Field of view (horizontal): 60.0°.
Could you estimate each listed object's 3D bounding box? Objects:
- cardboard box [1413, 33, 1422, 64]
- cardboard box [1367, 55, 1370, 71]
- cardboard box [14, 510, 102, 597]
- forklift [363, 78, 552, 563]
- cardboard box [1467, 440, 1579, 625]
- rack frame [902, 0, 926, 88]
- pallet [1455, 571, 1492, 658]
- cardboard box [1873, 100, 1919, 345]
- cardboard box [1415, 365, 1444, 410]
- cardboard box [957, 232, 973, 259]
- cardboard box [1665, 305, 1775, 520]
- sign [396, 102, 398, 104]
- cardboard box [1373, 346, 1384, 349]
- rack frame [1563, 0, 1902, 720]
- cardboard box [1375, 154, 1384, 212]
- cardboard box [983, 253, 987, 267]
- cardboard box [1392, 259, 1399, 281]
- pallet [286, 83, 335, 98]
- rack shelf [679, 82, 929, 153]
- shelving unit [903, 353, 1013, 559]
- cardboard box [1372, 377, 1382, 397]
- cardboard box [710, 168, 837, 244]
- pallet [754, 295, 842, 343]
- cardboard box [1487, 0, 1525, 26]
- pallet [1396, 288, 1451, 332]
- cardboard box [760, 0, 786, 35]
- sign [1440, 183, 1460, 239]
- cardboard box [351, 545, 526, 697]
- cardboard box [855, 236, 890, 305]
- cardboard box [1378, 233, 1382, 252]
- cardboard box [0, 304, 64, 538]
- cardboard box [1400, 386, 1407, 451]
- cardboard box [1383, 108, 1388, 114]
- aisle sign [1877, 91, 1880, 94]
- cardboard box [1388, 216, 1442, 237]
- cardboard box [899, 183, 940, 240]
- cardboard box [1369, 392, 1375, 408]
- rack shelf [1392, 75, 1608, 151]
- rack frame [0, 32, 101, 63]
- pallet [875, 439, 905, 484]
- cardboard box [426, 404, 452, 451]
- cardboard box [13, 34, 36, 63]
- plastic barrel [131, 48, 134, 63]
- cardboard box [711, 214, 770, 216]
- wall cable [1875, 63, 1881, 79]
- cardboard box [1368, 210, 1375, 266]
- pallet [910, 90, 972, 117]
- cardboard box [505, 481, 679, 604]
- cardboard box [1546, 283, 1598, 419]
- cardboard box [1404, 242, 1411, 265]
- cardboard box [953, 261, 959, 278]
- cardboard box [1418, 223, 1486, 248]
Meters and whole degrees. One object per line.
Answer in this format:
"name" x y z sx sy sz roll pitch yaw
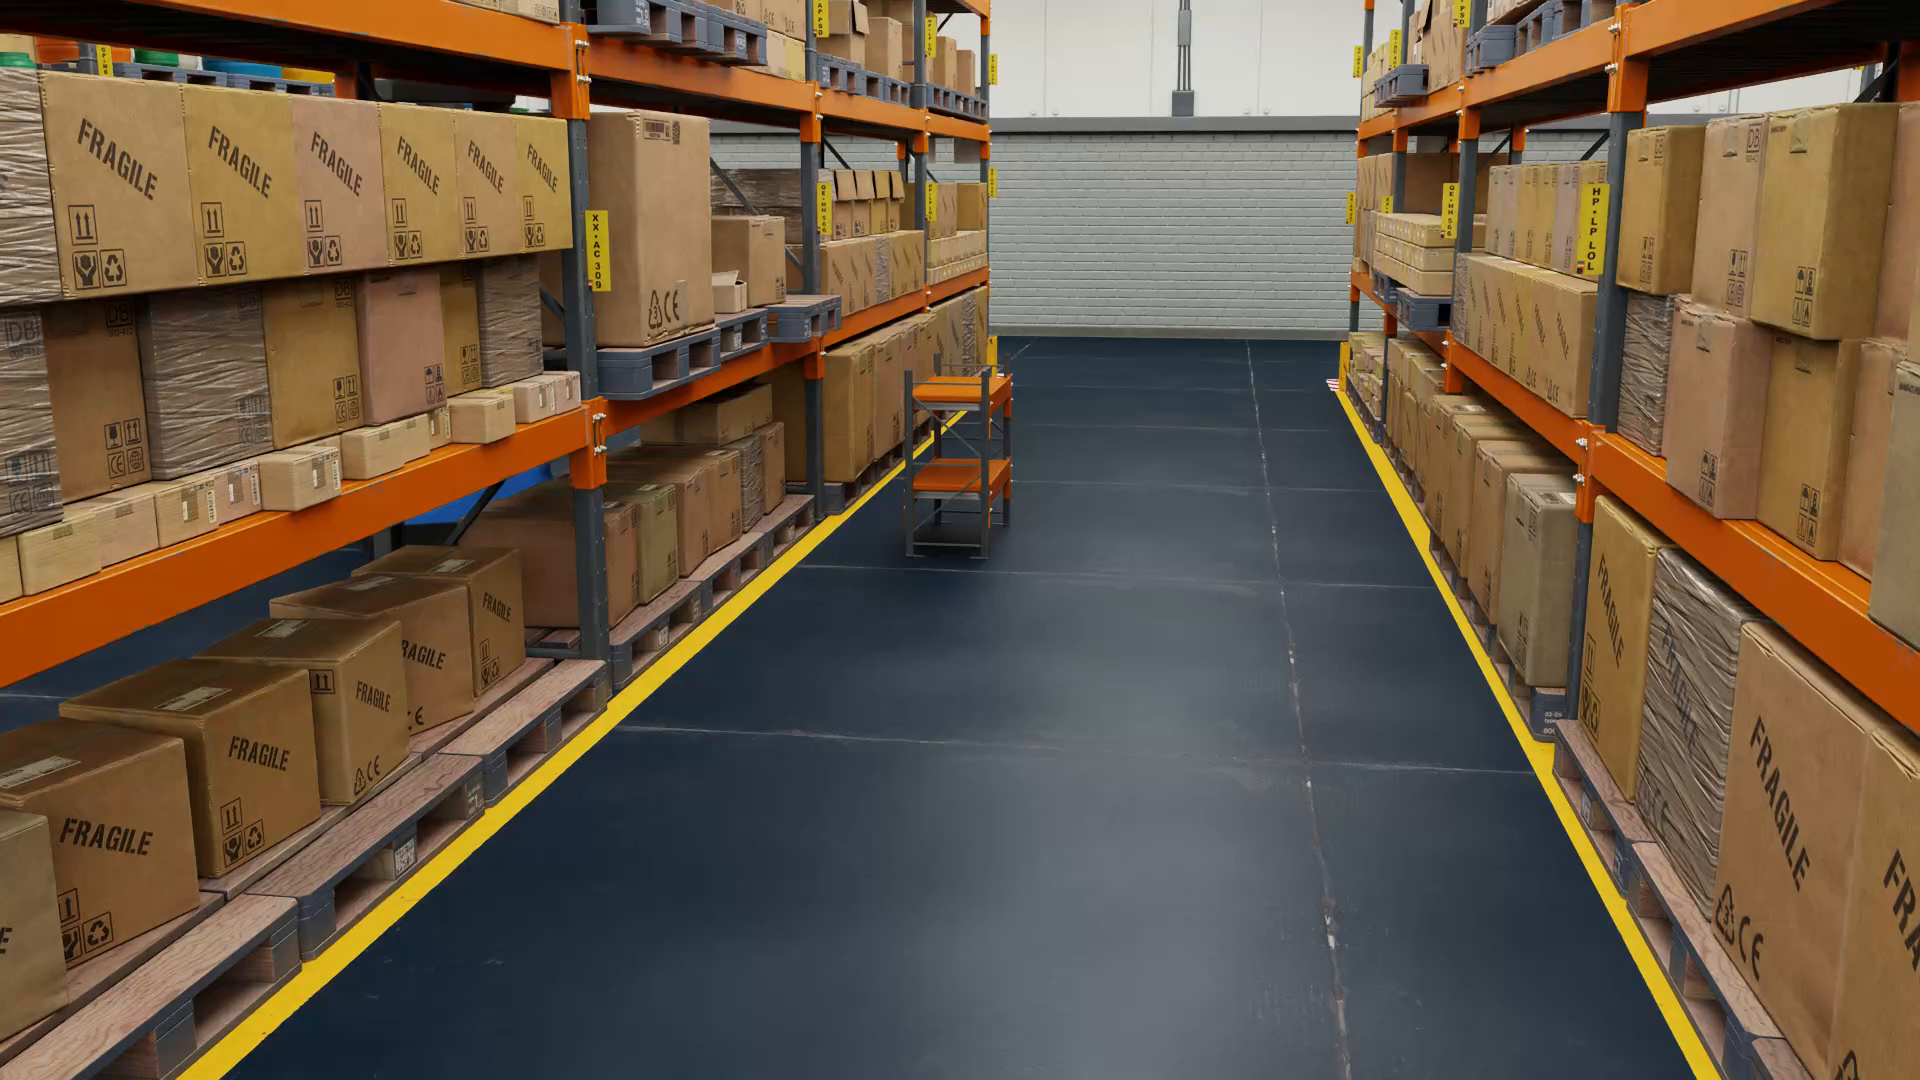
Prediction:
"cardboard box" 3.749 -3.712 12.694 0.500 0.311 0.500 2 12 8
"cardboard box" 4.261 -4.759 16.559 0.380 0.149 0.250 2 12 9
"cardboard box" -2.249 0.024 3.859 0.380 0.149 0.250 2 12 9
"forklift" -3.294 -1.535 10.658 1.130 2.935 3.031 -4 13 -17
"cardboard box" 3.020 -0.034 7.873 1.050 0.750 0.750 2 12 9
"rack frame" -0.794 -5.375 14.075 1.000 3.000 0.127 2 12 9
"pallet" 3.091 0.350 8.368 1.003 0.211 1.213 2 12 9
"cardboard box" 2.555 -0.670 3.561 0.875 0.550 0.550 2 12 9
"cardboard box" 3.389 -1.034 11.329 0.500 0.250 0.500 2 12 9
"cardboard box" -0.148 -3.026 17.065 0.500 0.250 0.500 1 12 7
"cardboard box" 2.555 -0.368 4.724 0.875 0.550 0.550 2 12 9
"sign" -5.145 -4.055 15.050 0.100 0.325 0.005 2 12 9
"cardboard box" 4.163 -1.768 15.934 0.380 0.149 0.250 2 12 9
"rack frame" 2.861 -0.595 6.136 1.000 3.000 0.127 2 12 9
"cardboard box" 3.971 -3.158 14.711 0.500 0.500 0.500 1 12 7
"cardboard box" 0.092 -3.068 18.204 0.380 0.149 0.250 2 12 10
"cardboard box" 3.339 -1.952 12.029 0.380 0.149 0.250 1 12 6
"pallet" -5.712 -3.811 14.384 1.213 0.211 1.003 2 12 9
"rack shelf" -1.102 -3.141 12.535 1.077 0.370 4.000 2 12 9
"shelving unit" 0.001 -0.551 10.381 0.538 1.125 1.048 2 12 9
"cardboard box" 3.855 -1.350 14.704 0.380 0.149 0.250 1 12 6
"cardboard box" -1.281 -2.301 11.431 0.797 0.503 0.637 2 12 11
"pallet" -1.413 -1.364 10.159 1.213 0.211 1.003 2 12 9
"cardboard box" 3.148 -2.961 8.972 0.500 0.311 0.500 2 12 9
"pallet" 3.481 -1.486 10.724 1.213 0.211 1.003 2 12 9
"cardboard box" -1.303 -3.155 9.469 0.500 0.500 0.500 2 12 9
"sign" 2.939 -1.971 9.959 0.100 0.325 0.005 2 12 9
"cardboard box" -2.125 0.321 6.818 0.500 0.500 0.500 1 12 7
"cardboard box" -0.834 -2.069 12.738 0.500 0.500 0.500 2 12 9
"cardboard box" 3.539 -2.368 13.252 0.380 0.149 0.250 2 12 8
"cardboard box" -2.528 -0.252 3.601 0.875 0.500 0.500 2 12 9
"cardboard box" 3.569 -0.879 12.389 0.500 0.500 0.500 2 12 10
"cardboard box" 3.988 -3.868 14.558 0.500 0.250 0.500 2 12 8
"aisle sign" 9.338 -4.249 16.920 0.394 0.787 0.004 2 12 9
"cardboard box" 3.418 -2.350 12.466 0.380 0.149 0.250 2 12 8
"cardboard box" -0.468 -2.973 15.036 0.500 0.500 0.500 2 12 9
"cardboard box" 3.915 -1.274 15.053 0.380 0.149 0.250 1 12 7
"rack shelf" 3.784 -2.959 11.691 1.077 0.370 4.000 2 12 9
"rack frame" -6.303 -4.703 10.956 1.000 3.000 0.127 2 12 9
"pallet" -1.023 -0.662 13.062 1.003 0.211 1.213 2 12 9
"cardboard box" -2.010 -0.395 5.802 0.380 0.149 0.250 2 12 9
"cardboard box" -10.330 -5.183 17.695 0.700 0.500 0.500 2 12 9
"plastic barrel" -6.283 -3.602 12.300 0.301 0.262 0.301 0 12 0
"cardboard box" -1.453 -1.750 10.261 0.500 0.500 0.500 0 12 2
"wall cable" 10.953 -7.055 21.870 2.355 3.000 0.029 2 12 9
"cardboard box" 4.046 -2.776 15.313 0.500 0.500 0.500 2 12 8
"pallet" -0.468 -4.289 16.364 1.003 0.211 1.213 2 12 9
"cardboard box" -1.817 0.004 8.244 0.700 0.500 0.500 2 12 8
"cardboard box" 2.677 -0.762 6.670 0.500 0.500 0.500 2 12 8
"cardboard box" 3.219 -1.936 11.251 0.380 0.149 0.250 2 12 9
"cardboard box" -0.221 -2.640 16.221 0.380 0.149 0.250 2 12 9
"cardboard box" 3.099 -1.918 10.462 0.380 0.149 0.250 1 12 6
